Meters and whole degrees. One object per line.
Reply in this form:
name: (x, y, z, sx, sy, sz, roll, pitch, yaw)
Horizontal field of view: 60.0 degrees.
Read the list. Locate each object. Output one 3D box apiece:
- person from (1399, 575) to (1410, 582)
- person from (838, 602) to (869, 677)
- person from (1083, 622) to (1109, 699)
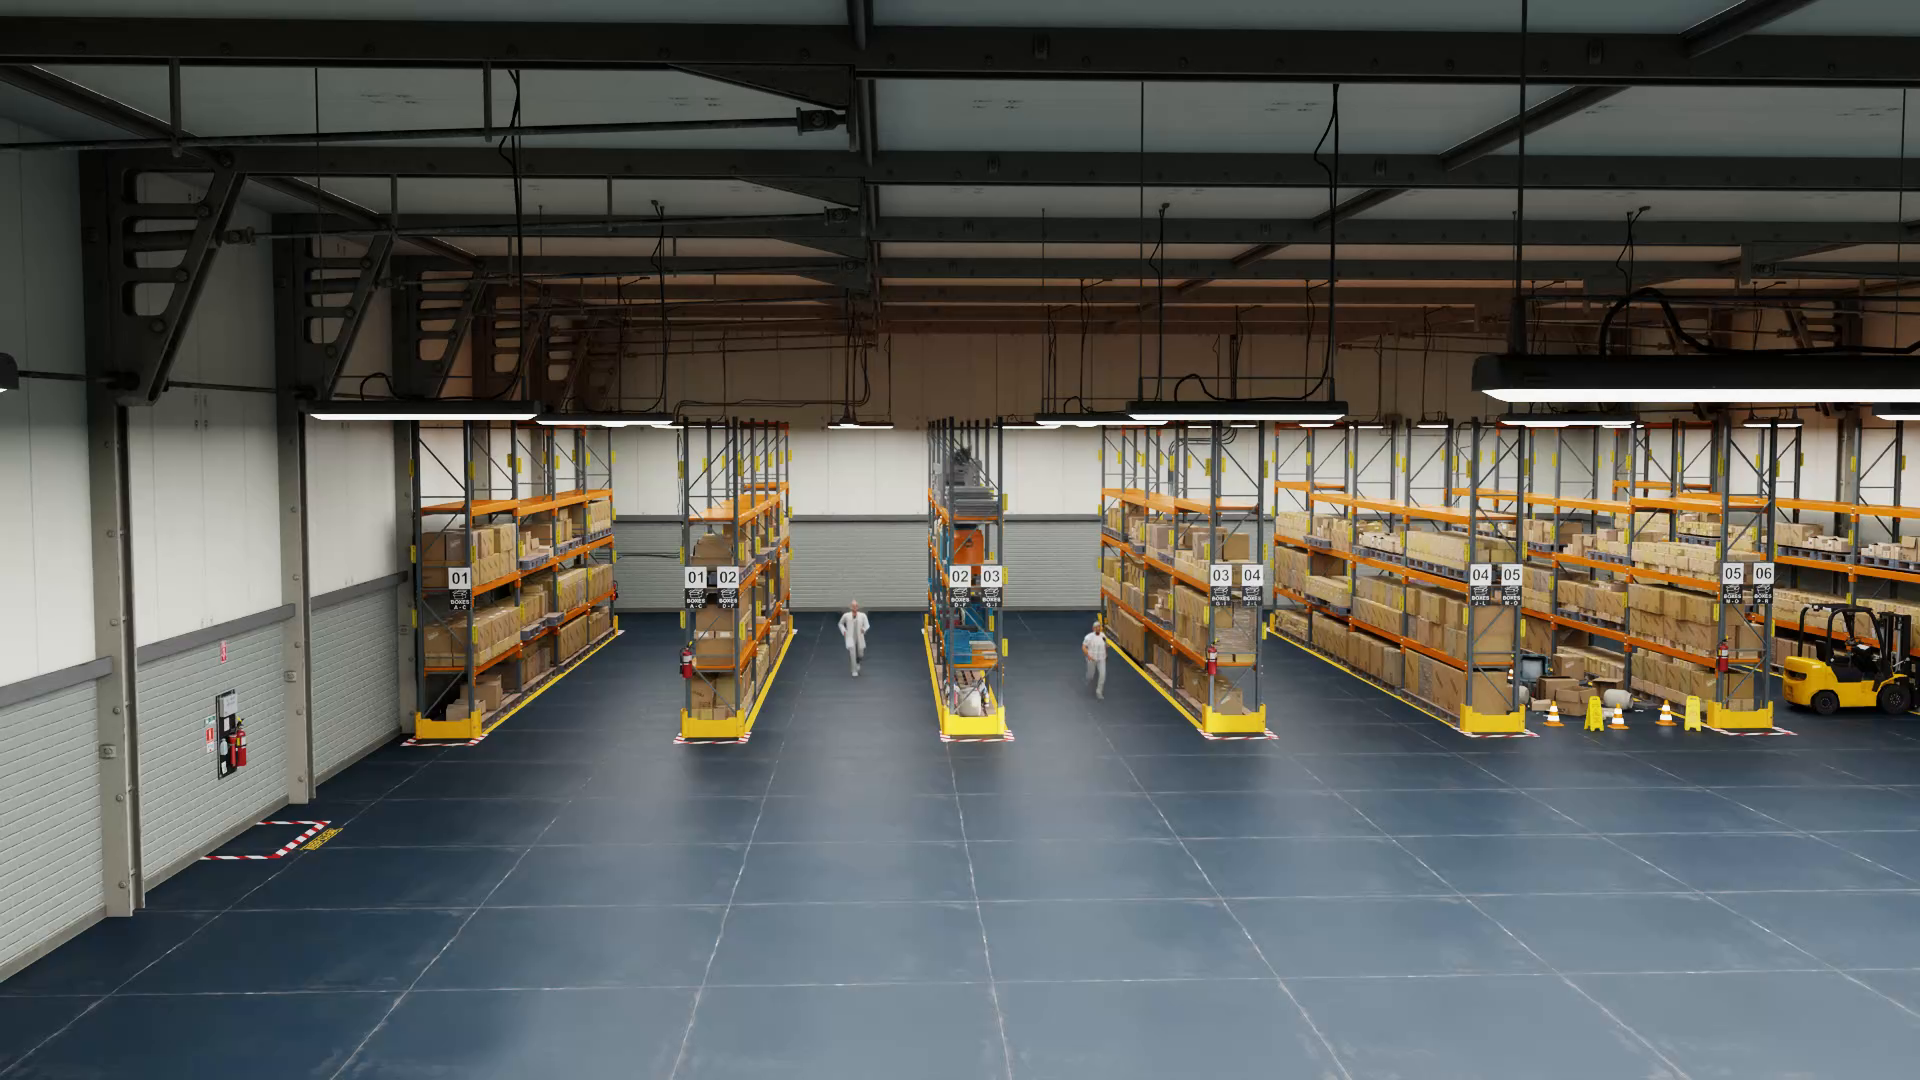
person: (13.147, 1.635, 49.321, 0.686, 1.773, 0.700, 0, 4, -6)
person: (-2.482, 2.310, 38.990, 0.715, 1.735, 0.826, -1, 4, -11)
person: (2.947, 2.589, 35.958, 0.605, 1.642, 0.810, -1, 4, -8)
